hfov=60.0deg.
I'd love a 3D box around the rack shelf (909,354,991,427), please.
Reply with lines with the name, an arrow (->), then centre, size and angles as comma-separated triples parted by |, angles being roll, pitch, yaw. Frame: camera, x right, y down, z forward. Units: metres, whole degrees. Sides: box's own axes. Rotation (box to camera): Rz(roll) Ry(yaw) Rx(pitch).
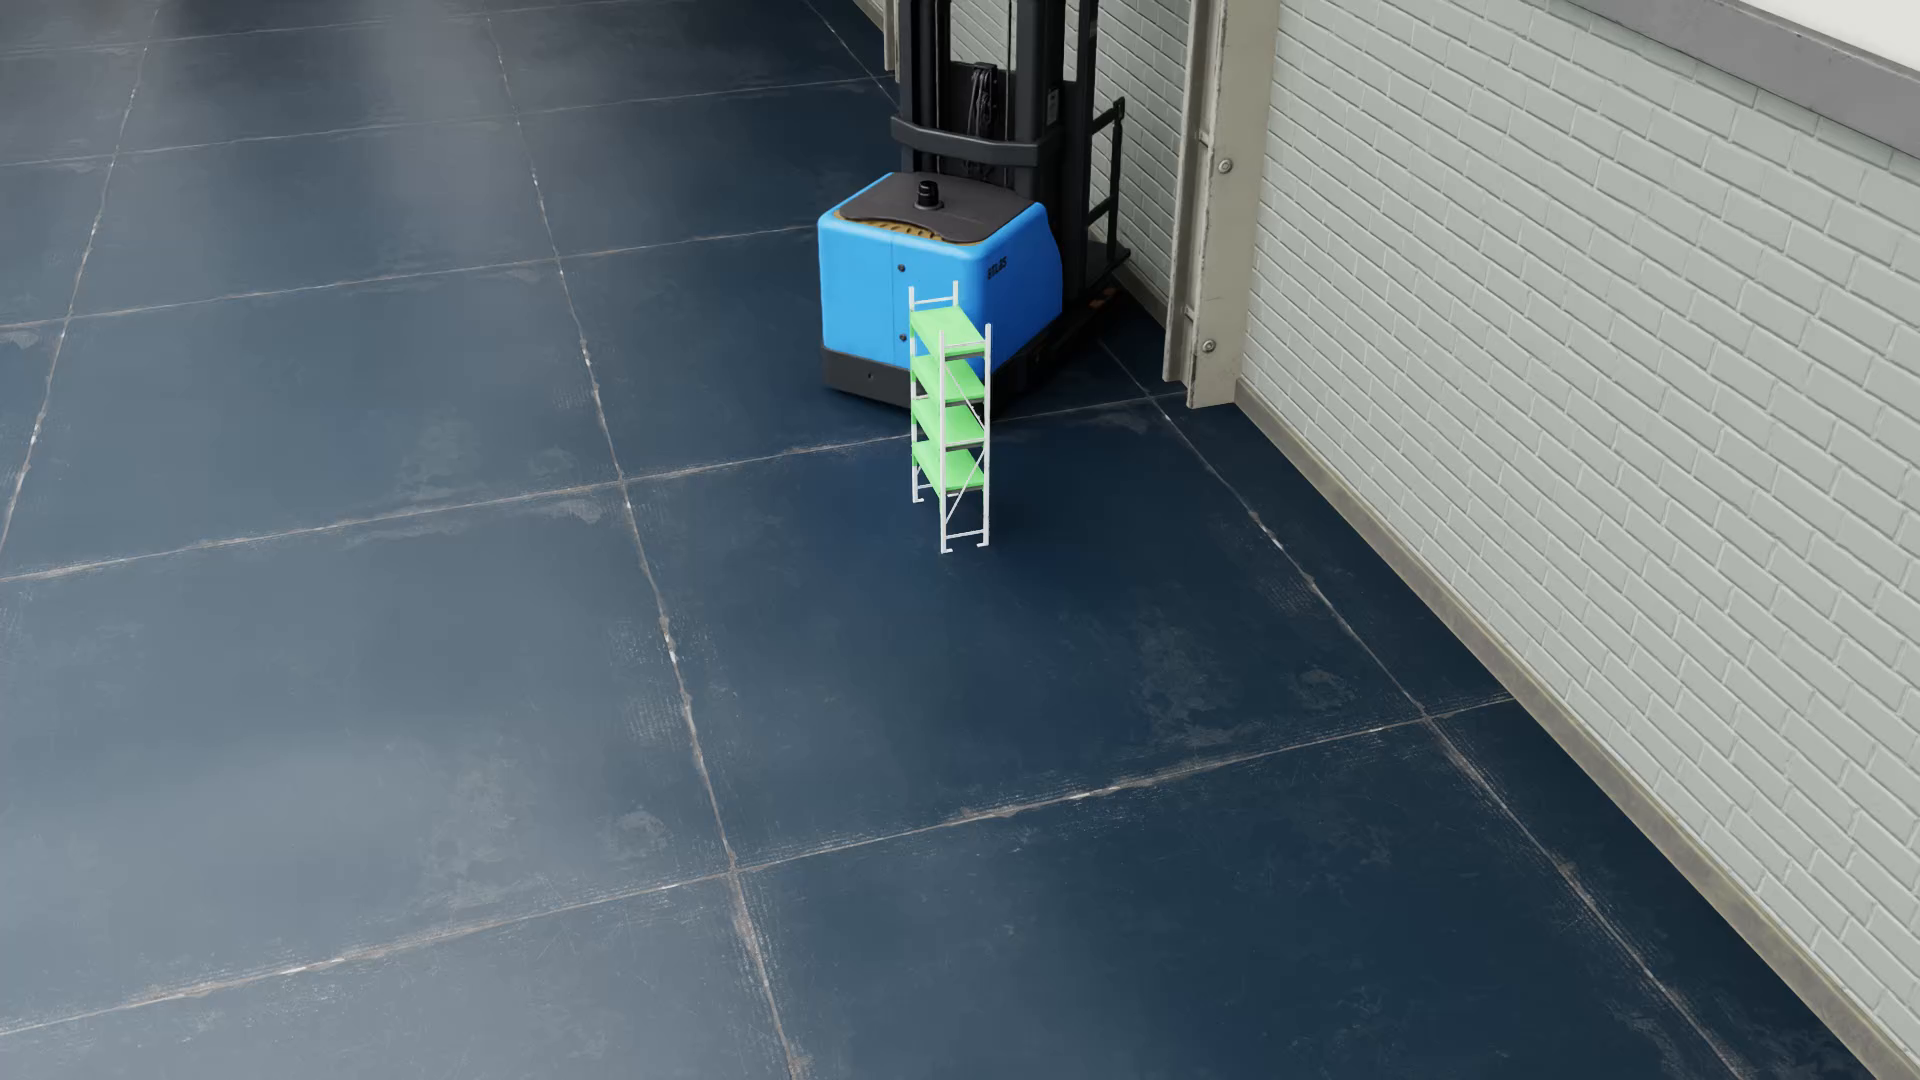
rack shelf -> -0.051, -0.734, 7.954 | 0.258, 0.148, 0.480 | -10, 35, -15

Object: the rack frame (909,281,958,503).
rack frame -> -0.125, -0.716, 8.245 | 0.240, 1.200, 0.015 | -10, 35, -15

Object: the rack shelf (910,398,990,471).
rack shelf -> -0.051, -0.534, 8.086 | 0.258, 0.148, 0.480 | -10, 35, -15

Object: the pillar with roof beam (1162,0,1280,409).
pillar with roof beam -> -2.718, -3.898, 5.987 | 9.100, 9.000, 0.400 | -10, 35, -15

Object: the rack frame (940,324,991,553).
rack frame -> 0.024, -0.459, 7.857 | 0.240, 1.200, 0.015 | -10, 35, -15

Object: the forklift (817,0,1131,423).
forklift -> 0.365, -2.647, 9.597 | 1.130, 2.935, 3.031 | 17, 37, 24

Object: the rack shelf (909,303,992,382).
rack shelf -> -0.051, -0.935, 7.821 | 0.258, 0.148, 0.480 | -10, 35, -15

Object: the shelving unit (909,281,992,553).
shelving unit -> -0.051, -0.587, 8.051 | 0.258, 1.200, 0.503 | -10, 35, -15

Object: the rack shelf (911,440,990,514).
rack shelf -> -0.051, -0.334, 8.218 | 0.258, 0.148, 0.480 | -10, 35, -15

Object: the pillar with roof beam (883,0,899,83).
pillar with roof beam -> -4.548, -7.049, 10.754 | 9.100, 9.000, 0.400 | -10, 35, -15
